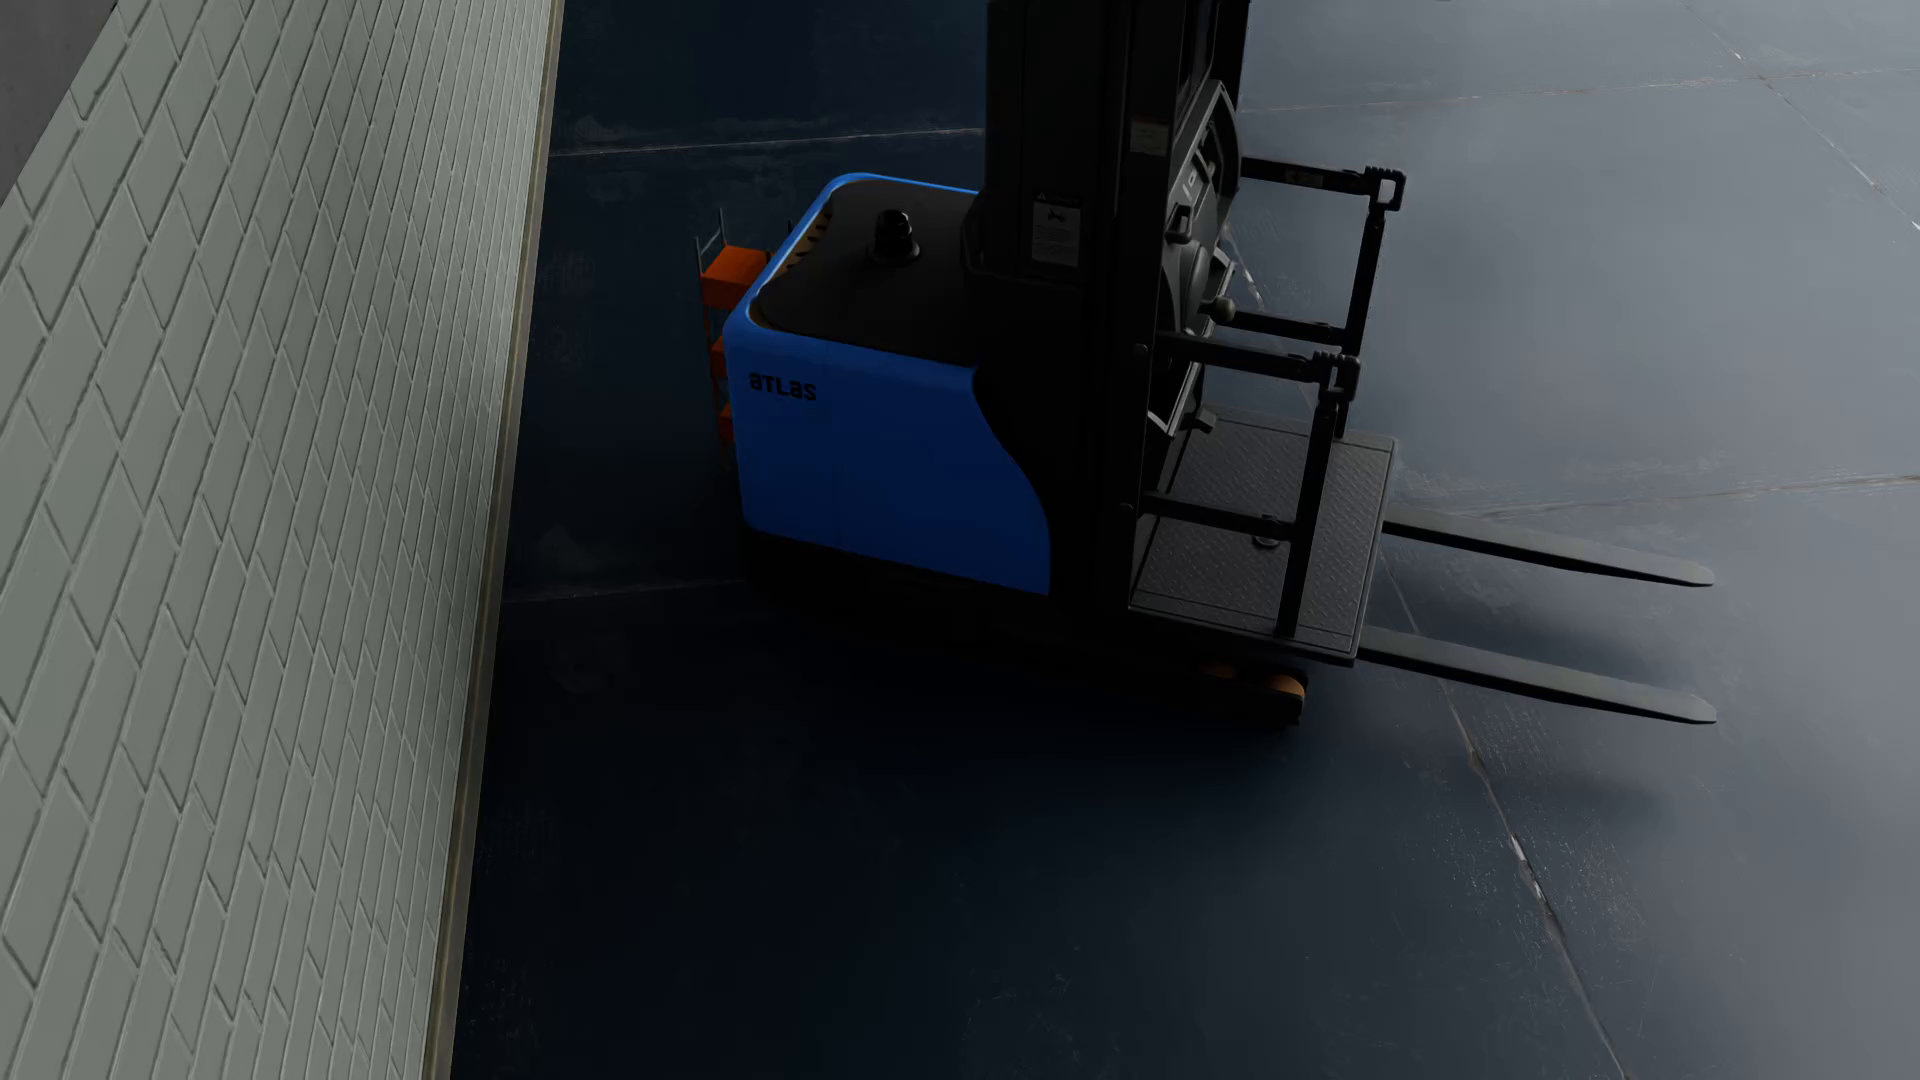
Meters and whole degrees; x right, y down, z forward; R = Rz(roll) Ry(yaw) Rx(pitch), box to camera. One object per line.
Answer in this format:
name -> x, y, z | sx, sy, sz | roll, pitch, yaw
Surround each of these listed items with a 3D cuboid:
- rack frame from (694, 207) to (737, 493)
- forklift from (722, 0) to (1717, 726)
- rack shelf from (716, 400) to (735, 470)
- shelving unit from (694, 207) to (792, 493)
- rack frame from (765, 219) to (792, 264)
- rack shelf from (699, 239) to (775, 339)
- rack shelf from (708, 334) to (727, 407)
rack frame -> -0.805, -0.623, 5.657 | 0.008, 1.050, 0.200 | 12, 43, 13
forklift -> 0.860, -0.917, 4.578 | 3.031, 2.935, 1.130 | 12, 43, 13
rack shelf -> -0.689, -0.384, 5.822 | 0.240, 0.259, 0.215 | 12, 43, 13
shelving unit -> -0.689, -0.598, 5.629 | 0.252, 1.050, 0.215 | 12, 43, 13
rack frame -> -0.572, -0.573, 5.601 | 0.008, 1.050, 0.200 | 12, 43, 13
rack shelf -> -0.689, -0.801, 5.446 | 0.240, 0.259, 0.215 | 12, 43, 13
rack shelf -> -0.689, -0.590, 5.636 | 0.240, 0.259, 0.215 | 12, 43, 13
